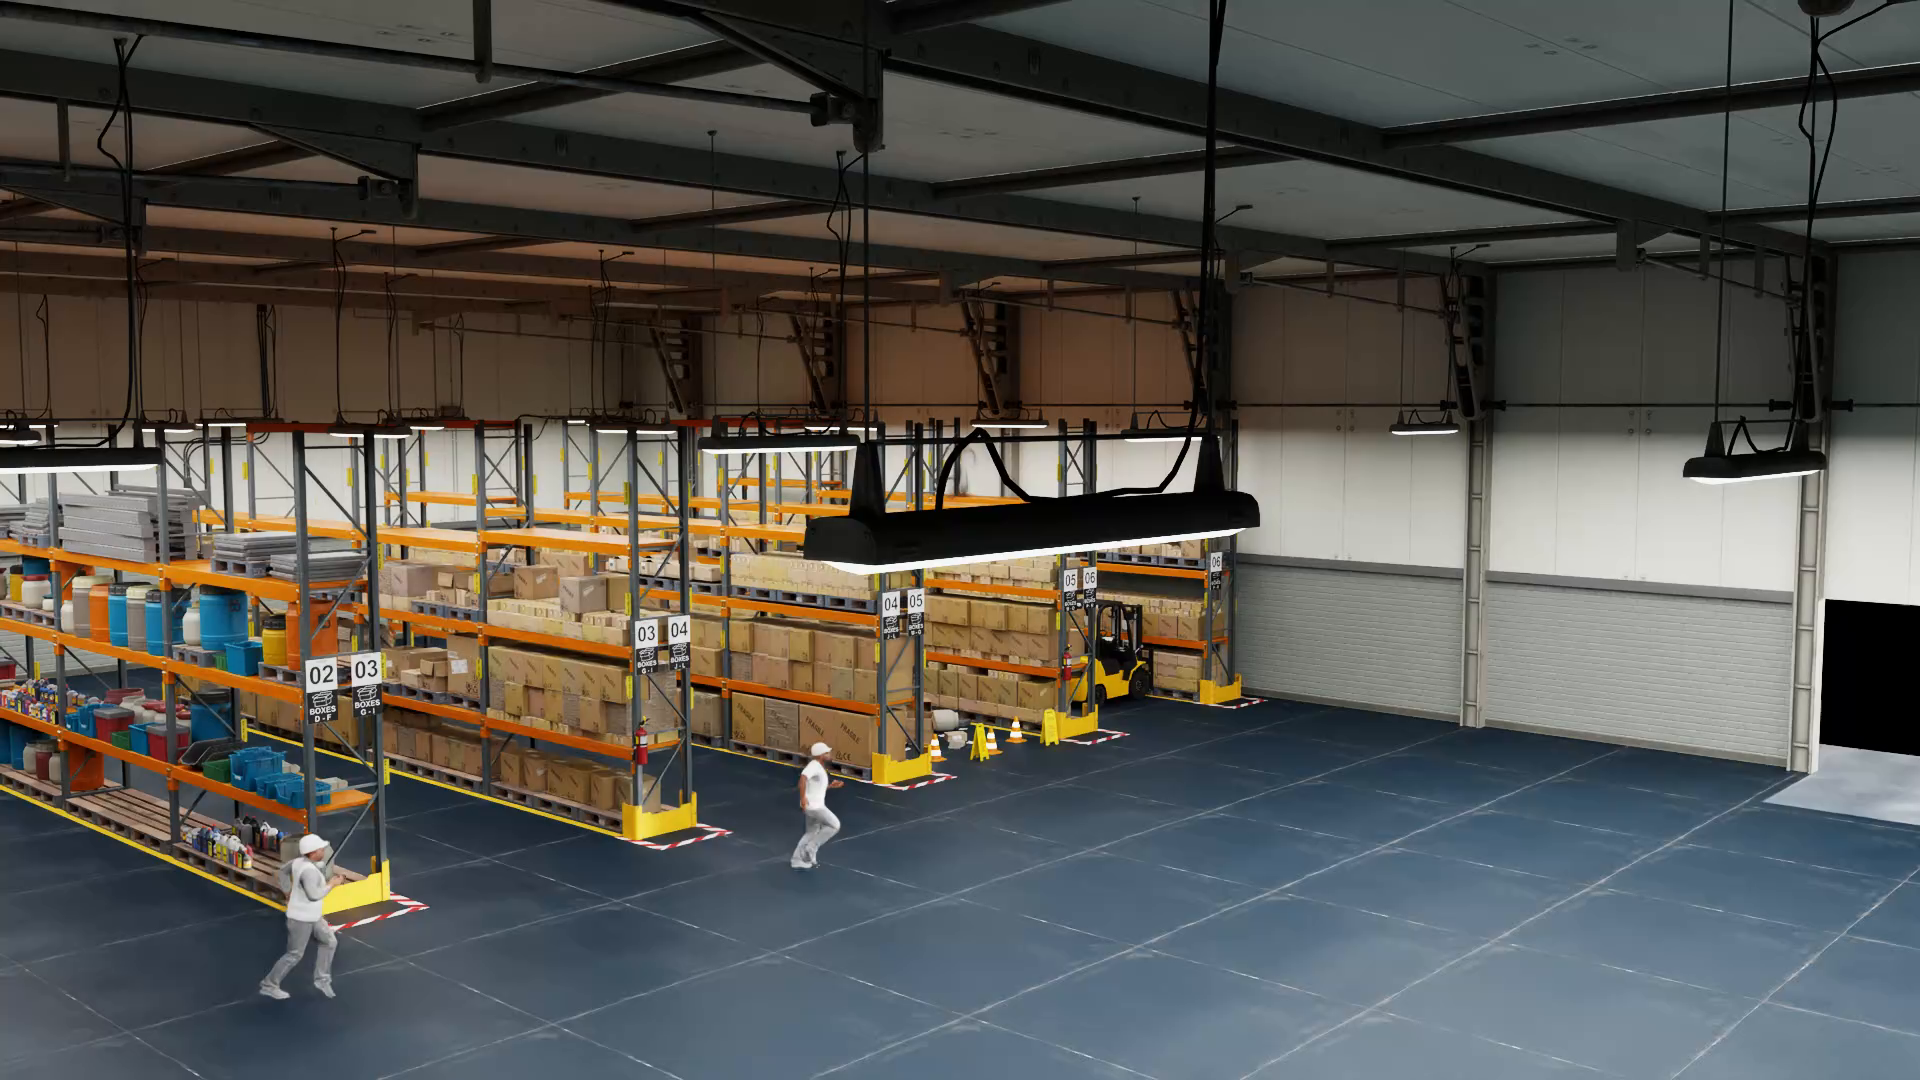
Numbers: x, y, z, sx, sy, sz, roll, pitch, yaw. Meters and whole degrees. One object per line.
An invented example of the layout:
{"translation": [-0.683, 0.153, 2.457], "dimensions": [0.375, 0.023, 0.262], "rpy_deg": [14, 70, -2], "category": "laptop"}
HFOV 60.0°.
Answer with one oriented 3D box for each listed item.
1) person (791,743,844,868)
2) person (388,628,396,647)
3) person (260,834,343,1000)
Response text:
{"translation": [-1.934, 3.608, 22.592], "dimensions": [0.752, 1.707, 0.744], "rpy_deg": [-1, 5, -9], "category": "person"}
{"translation": [-12.287, 2.654, 35.369], "dimensions": [0.787, 1.617, 0.555], "rpy_deg": [5, 6, 44], "category": "person"}
{"translation": [-6.964, 4.029, 17.578], "dimensions": [0.857, 1.843, 0.638], "rpy_deg": [-2, 5, -20], "category": "person"}
